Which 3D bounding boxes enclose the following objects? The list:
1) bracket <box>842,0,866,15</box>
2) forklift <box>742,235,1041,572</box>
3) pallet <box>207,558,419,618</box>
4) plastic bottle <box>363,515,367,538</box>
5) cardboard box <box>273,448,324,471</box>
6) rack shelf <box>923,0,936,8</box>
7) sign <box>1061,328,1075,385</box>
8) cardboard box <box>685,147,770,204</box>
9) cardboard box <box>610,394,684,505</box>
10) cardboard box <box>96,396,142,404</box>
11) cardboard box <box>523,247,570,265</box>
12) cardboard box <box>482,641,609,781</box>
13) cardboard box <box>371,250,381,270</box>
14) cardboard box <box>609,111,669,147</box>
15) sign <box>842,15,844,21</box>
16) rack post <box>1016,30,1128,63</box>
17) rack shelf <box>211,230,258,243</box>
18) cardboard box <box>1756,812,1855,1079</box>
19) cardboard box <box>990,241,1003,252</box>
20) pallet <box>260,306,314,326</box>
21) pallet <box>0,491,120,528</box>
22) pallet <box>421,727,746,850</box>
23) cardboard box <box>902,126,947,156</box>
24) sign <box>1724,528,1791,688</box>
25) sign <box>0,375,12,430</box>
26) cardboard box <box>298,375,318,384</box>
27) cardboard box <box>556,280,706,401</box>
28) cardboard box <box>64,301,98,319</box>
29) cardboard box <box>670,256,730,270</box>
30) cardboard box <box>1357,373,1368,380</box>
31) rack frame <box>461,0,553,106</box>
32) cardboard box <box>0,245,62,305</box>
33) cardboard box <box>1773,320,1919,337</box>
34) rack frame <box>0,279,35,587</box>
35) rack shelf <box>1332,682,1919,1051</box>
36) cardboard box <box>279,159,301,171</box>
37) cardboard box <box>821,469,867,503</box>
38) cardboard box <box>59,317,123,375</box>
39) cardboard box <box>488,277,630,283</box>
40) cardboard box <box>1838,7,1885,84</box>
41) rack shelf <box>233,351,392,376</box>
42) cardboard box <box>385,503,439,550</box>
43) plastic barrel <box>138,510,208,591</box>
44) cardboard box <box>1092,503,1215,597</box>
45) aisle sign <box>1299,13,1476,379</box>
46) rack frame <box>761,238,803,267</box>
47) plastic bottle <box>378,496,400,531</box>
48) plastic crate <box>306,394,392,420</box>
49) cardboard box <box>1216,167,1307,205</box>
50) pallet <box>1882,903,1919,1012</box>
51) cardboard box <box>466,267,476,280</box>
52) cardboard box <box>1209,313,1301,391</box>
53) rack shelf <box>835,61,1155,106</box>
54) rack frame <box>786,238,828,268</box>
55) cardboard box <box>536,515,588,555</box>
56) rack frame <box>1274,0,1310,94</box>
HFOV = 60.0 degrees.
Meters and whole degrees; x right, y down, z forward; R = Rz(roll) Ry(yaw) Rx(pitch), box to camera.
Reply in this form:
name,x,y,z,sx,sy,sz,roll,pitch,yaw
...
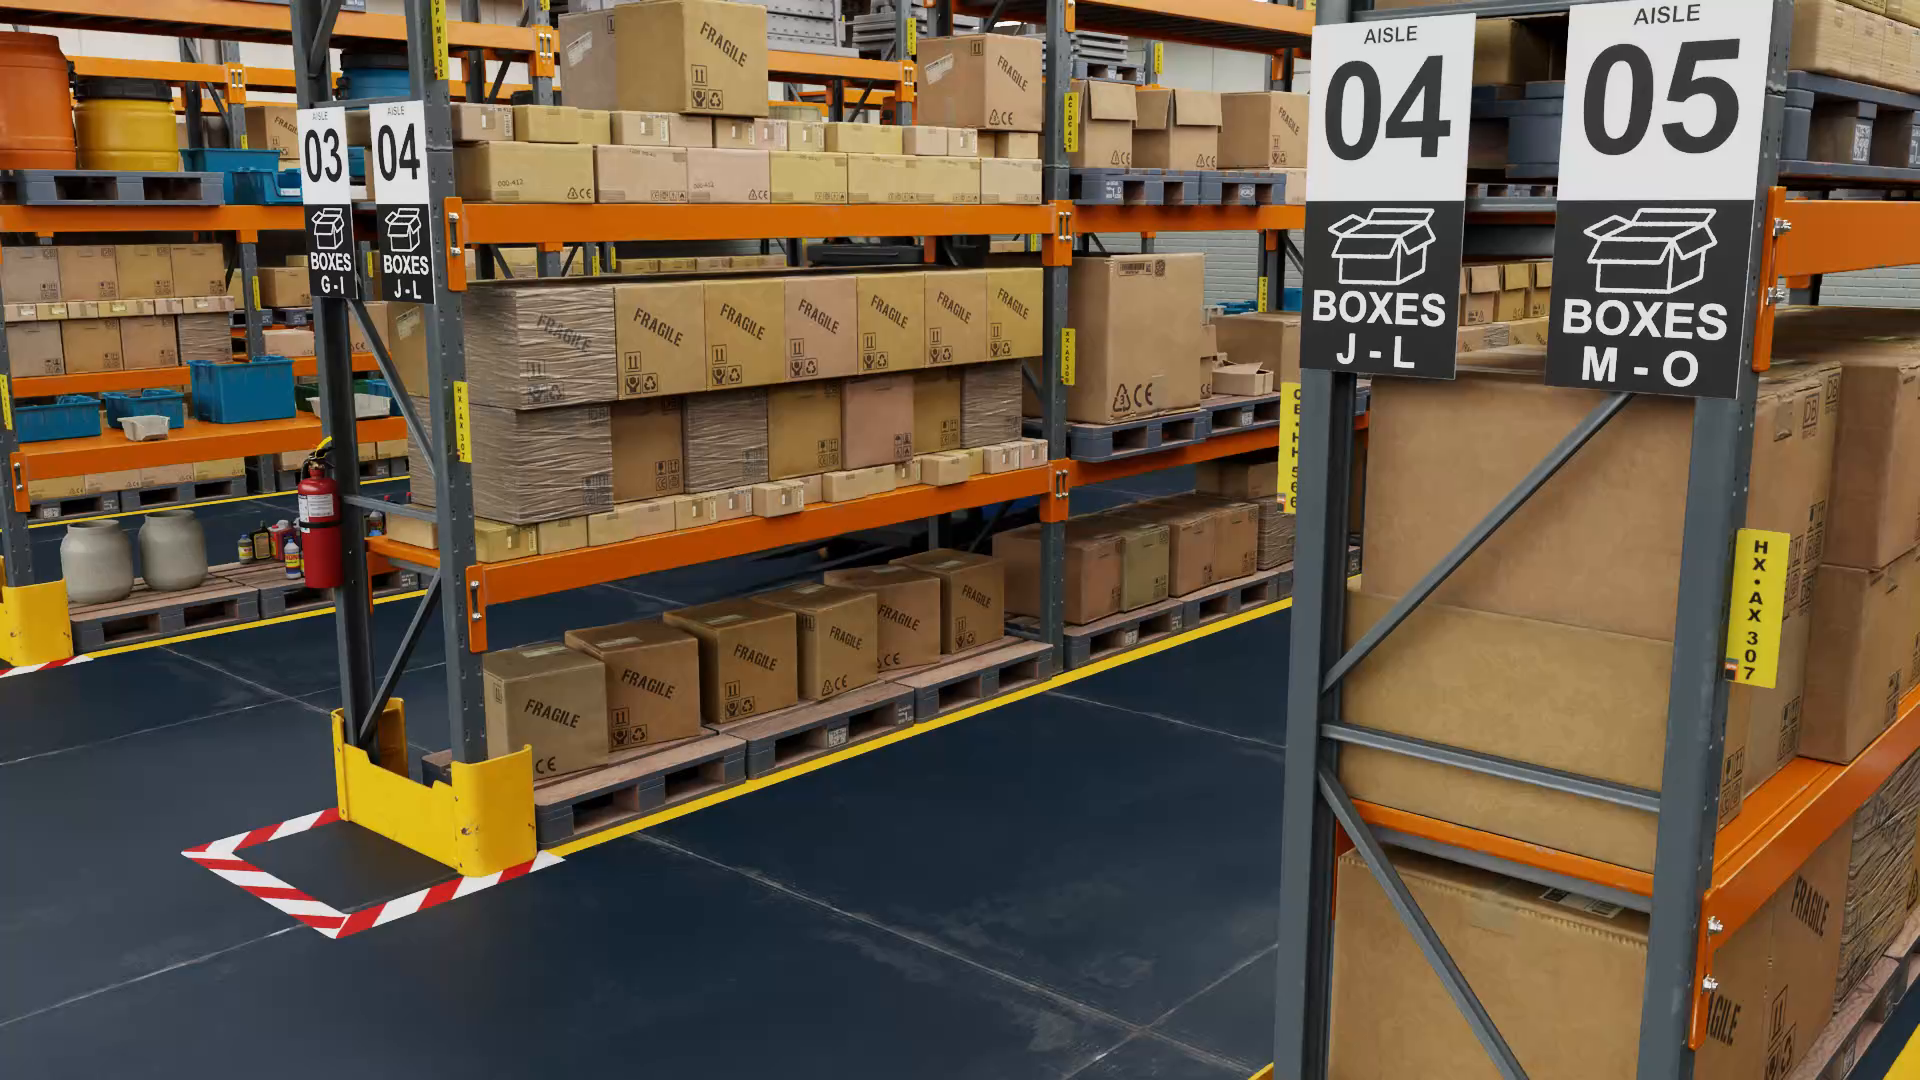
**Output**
name,x,y,z,sx,sy,sz,roll,pitch,yaw
bracket,-1.901,-9.509,29.655,0.235,0.232,0.430,10,15,40
forklift,-0.494,-1.277,13.120,1.130,2.935,3.031,8,14,33
pallet,-4.786,0.288,12.232,1.003,0.211,1.213,10,15,40
plastic bottle,-4.628,-0.063,12.698,0.152,0.276,0.135,10,15,40
cardboard box,-6.772,-0.879,16.903,0.500,0.250,0.500,9,15,39
rack shelf,-1.106,-3.006,8.133,1.077,0.370,4.000,10,15,40
sign,0.627,-1.069,9.693,0.100,0.325,0.005,10,15,40
cardboard box,-1.248,-1.709,7.831,0.500,0.250,0.500,10,15,40
cardboard box,-1.802,-0.486,7.971,0.875,0.500,0.500,10,15,40
cardboard box,-8.090,-1.117,16.181,0.500,0.500,0.500,10,15,40
cardboard box,-6.128,-4.208,24.641,0.500,0.250,0.500,10,15,42
cardboard box,-2.001,0.806,7.830,0.500,0.500,0.500,-9,14,-37
cardboard box,-7.795,-3.833,22.763,0.500,0.250,0.500,10,15,42
cardboard box,-1.519,-1.838,7.460,0.380,0.149,0.250,11,15,43
sign,-1.523,-6.578,21.382,0.100,0.325,0.005,10,15,40
rack post,1.195,-5.315,18.042,0.937,0.300,0.954,9,15,39
rack shelf,-5.904,-3.407,17.788,1.077,0.370,4.000,10,15,40
cardboard box,2.210,1.129,5.250,0.875,0.875,0.875,9,15,39
cardboard box,0.277,-4.124,24.392,0.500,0.500,0.500,10,15,42
pallet,-8.698,-3.010,22.114,1.213,0.211,1.003,10,15,40
pallet,-8.586,-0.335,15.350,1.003,0.211,1.213,10,15,40
pallet,-1.813,1.117,8.081,1.003,0.211,1.213,10,15,40
cardboard box,-0.292,-2.101,8.780,0.380,0.149,0.250,9,15,39
sign,1.646,0.141,3.435,0.100,0.325,0.005,10,15,40
sign,-5.736,-0.829,9.996,0.100,0.325,0.005,10,15,40
cardboard box,-8.744,-2.100,22.327,0.700,0.500,0.500,10,15,41
cardboard box,-1.523,-0.928,7.632,0.500,0.500,0.500,10,15,40
cardboard box,-8.082,-2.107,15.192,0.380,0.149,0.250,10,15,42
cardboard box,-4.338,-4.251,27.072,0.980,0.700,0.700,9,14,38
cardboard box,3.380,-1.387,13.242,0.500,0.500,0.500,10,15,42
rack frame,-3.506,-4.295,12.742,1.000,3.000,0.127,10,15,40
cardboard box,-8.506,-2.392,14.962,0.700,0.500,0.500,10,15,40
cardboard box,2.869,-0.453,5.679,0.875,0.550,0.550,10,15,40
rack frame,-6.147,-0.765,10.383,1.000,3.000,0.127,10,15,40
rack shelf,2.553,0.590,5.435,1.077,0.370,4.000,10,15,40
cardboard box,-6.811,-3.687,16.666,0.500,0.250,0.500,-10,15,-42
cardboard box,-0.708,-0.301,8.704,0.380,0.149,0.250,10,15,40
cardboard box,-8.190,-1.826,15.438,0.700,0.500,0.500,10,15,41
cardboard box,-1.923,-0.997,7.977,0.500,0.500,0.500,10,15,40
cardboard box,1.868,-1.118,3.805,0.380,0.149,0.250,10,15,41
rack shelf,-5.904,-1.936,18.082,1.077,0.370,4.000,10,15,40
cardboard box,-2.393,-0.070,7.545,0.380,0.149,0.250,10,15,40
plastic barrel,-5.439,0.069,11.489,0.421,0.512,0.421,0,11,0
cardboard box,1.334,0.059,11.515,0.700,0.500,0.500,8,14,36
aisle sign,0.961,-0.772,3.779,0.394,0.787,0.004,10,15,40
rack frame,-3.027,-4.400,28.582,1.000,3.000,0.127,10,15,40
plastic bottle,-4.475,-0.177,13.081,0.144,0.351,0.185,9,14,38
plastic crate,-4.388,-0.953,11.995,0.530,0.136,0.437,10,15,40
cardboard box,2.074,-2.449,11.539,0.500,0.250,0.500,10,15,42
pallet,3.313,1.412,6.602,1.003,0.211,1.213,10,15,40
cardboard box,-7.114,-3.615,23.585,0.500,0.500,0.500,10,15,40
cardboard box,2.235,-1.377,12.119,0.500,0.500,0.700,-9,15,-39
rack shelf,0.455,-4.629,17.271,1.077,0.370,4.000,10,15,40
rack frame,-1.944,-3.171,22.432,1.000,3.000,0.127,10,15,40
cardboard box,-1.879,-0.047,7.429,0.380,0.149,0.250,10,15,40
rack frame,2.855,-4.244,12.482,1.000,3.000,0.127,10,15,40
